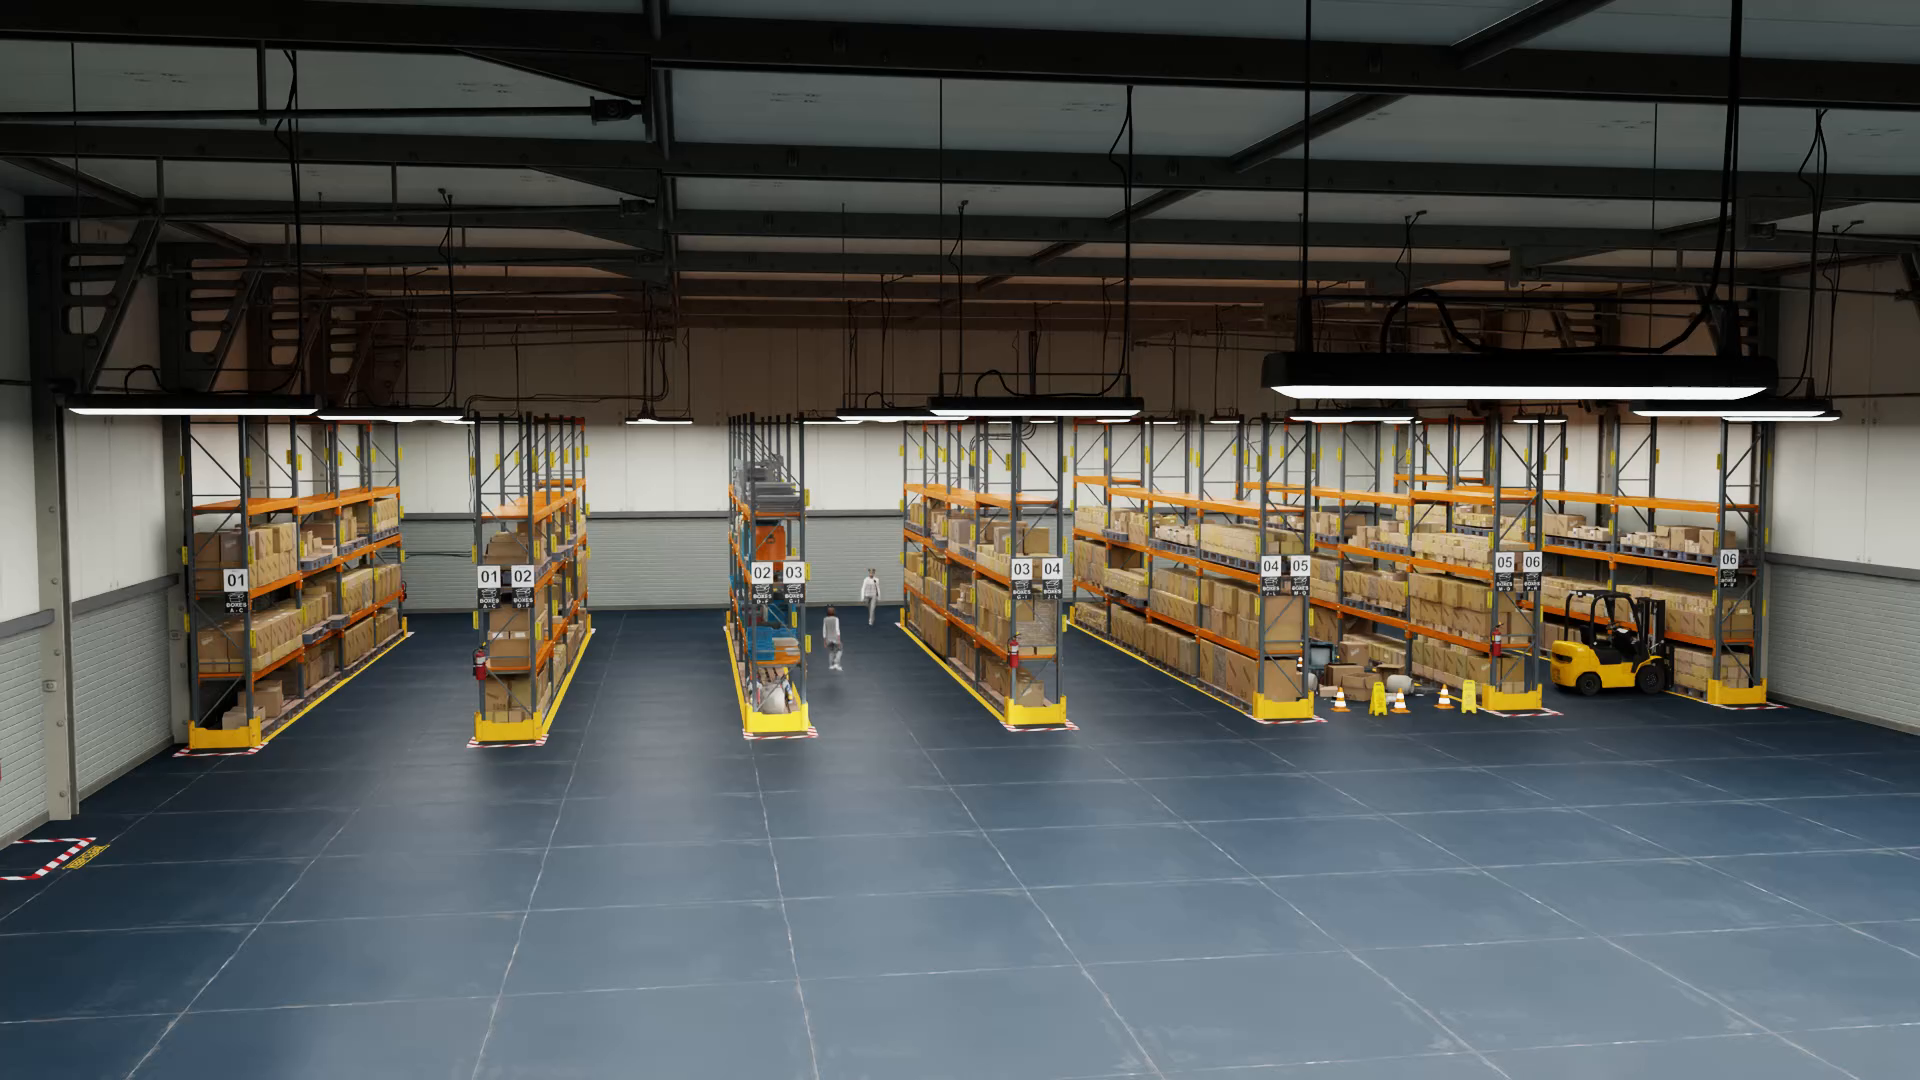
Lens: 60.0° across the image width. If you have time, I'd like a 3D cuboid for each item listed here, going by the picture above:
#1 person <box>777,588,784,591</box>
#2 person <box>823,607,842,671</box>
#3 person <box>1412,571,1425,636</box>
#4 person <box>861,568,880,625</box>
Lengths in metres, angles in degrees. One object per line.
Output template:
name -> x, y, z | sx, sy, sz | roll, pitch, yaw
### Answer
person -> -5.128, 1.581, 48.232 | 1.116, 1.650, 0.550 | 3, 5, 38
person -> -2.879, 2.235, 37.506 | 0.448, 1.437, 0.516 | 0, 4, 4
person -> 12.666, 1.740, 45.418 | 0.518, 1.783, 0.538 | -3, 5, -33
person -> -2.587, 1.626, 48.088 | 0.500, 1.630, 0.992 | 1, 4, 13
